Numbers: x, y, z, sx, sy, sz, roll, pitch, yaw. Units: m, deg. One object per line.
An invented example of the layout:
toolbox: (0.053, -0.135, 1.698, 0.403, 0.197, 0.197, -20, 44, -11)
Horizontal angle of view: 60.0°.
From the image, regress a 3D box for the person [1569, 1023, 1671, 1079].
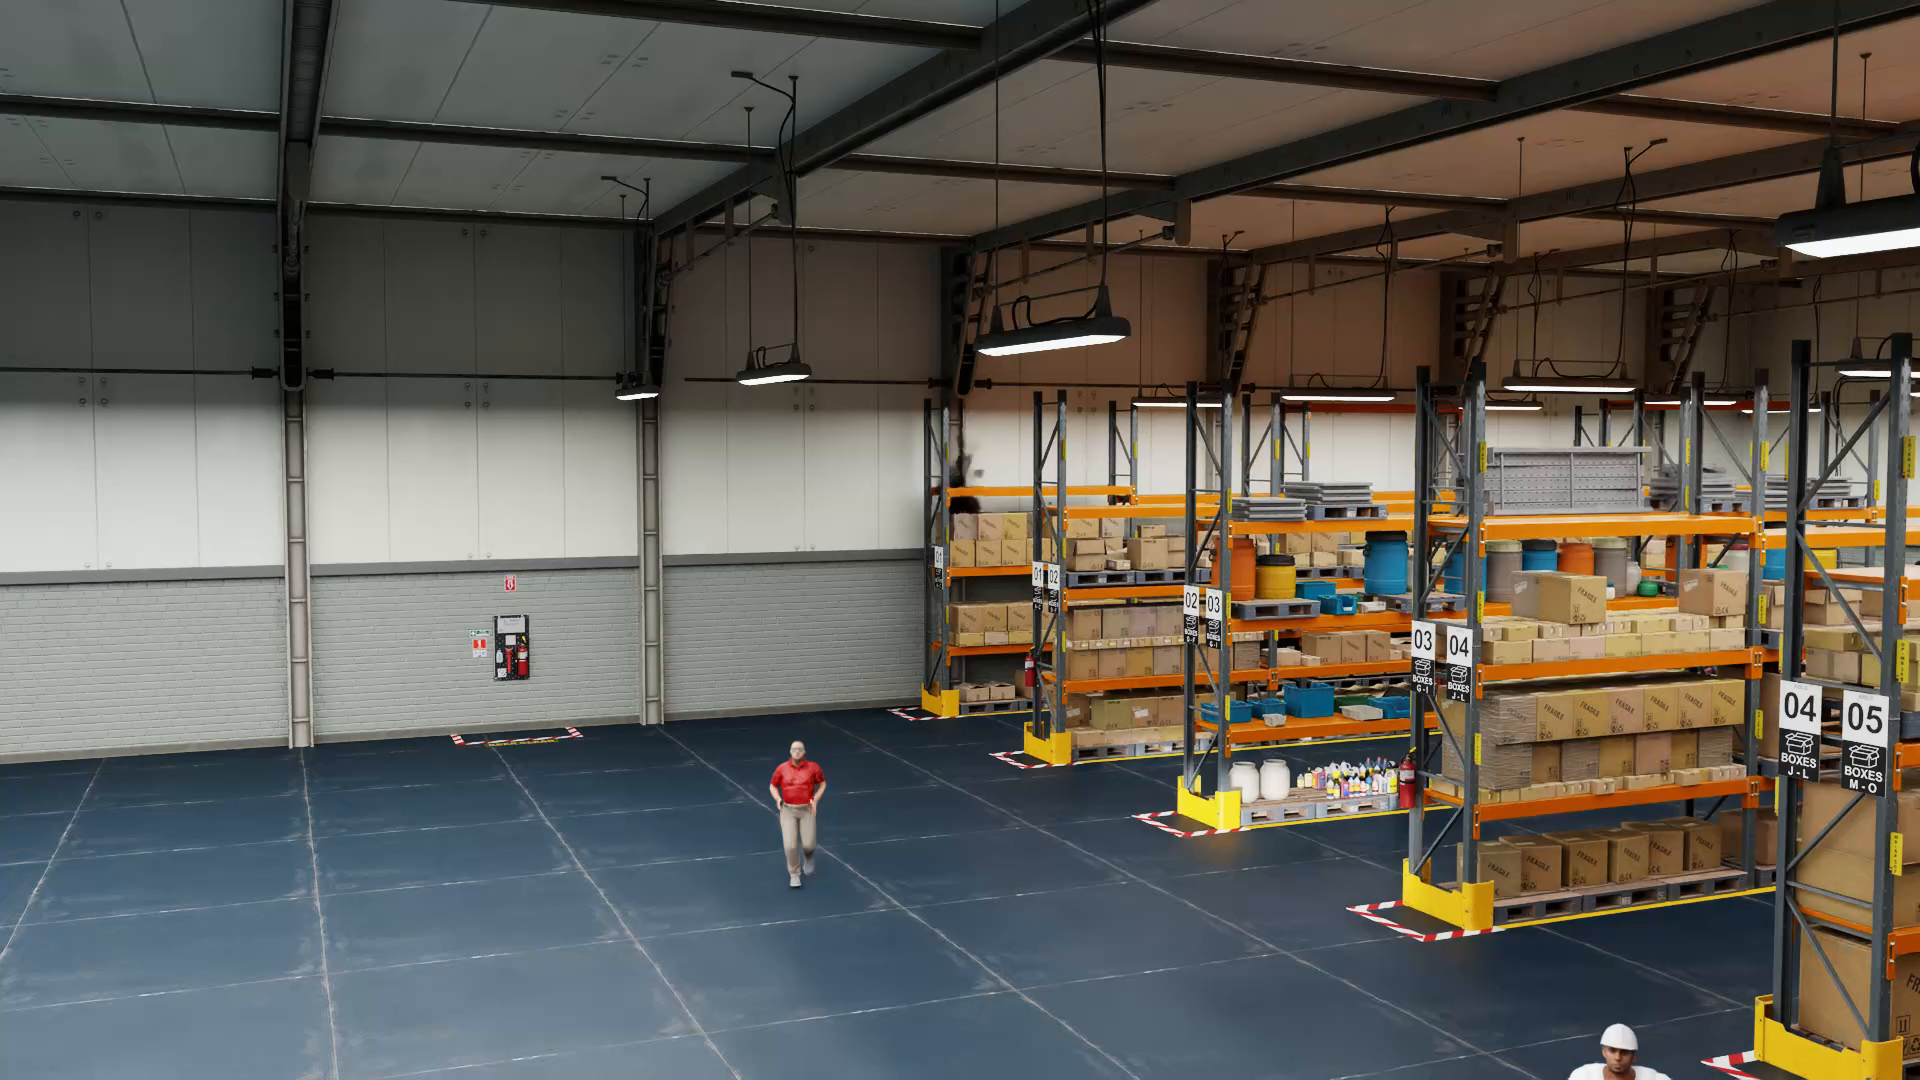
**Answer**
person: (3.898, 3.713, 9.790, 0.731, 1.724, 0.591, 2, 4, 26)

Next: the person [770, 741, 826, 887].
person: (-1.895, 3.179, 19.426, 0.660, 1.674, 0.626, 0, 3, -4)
